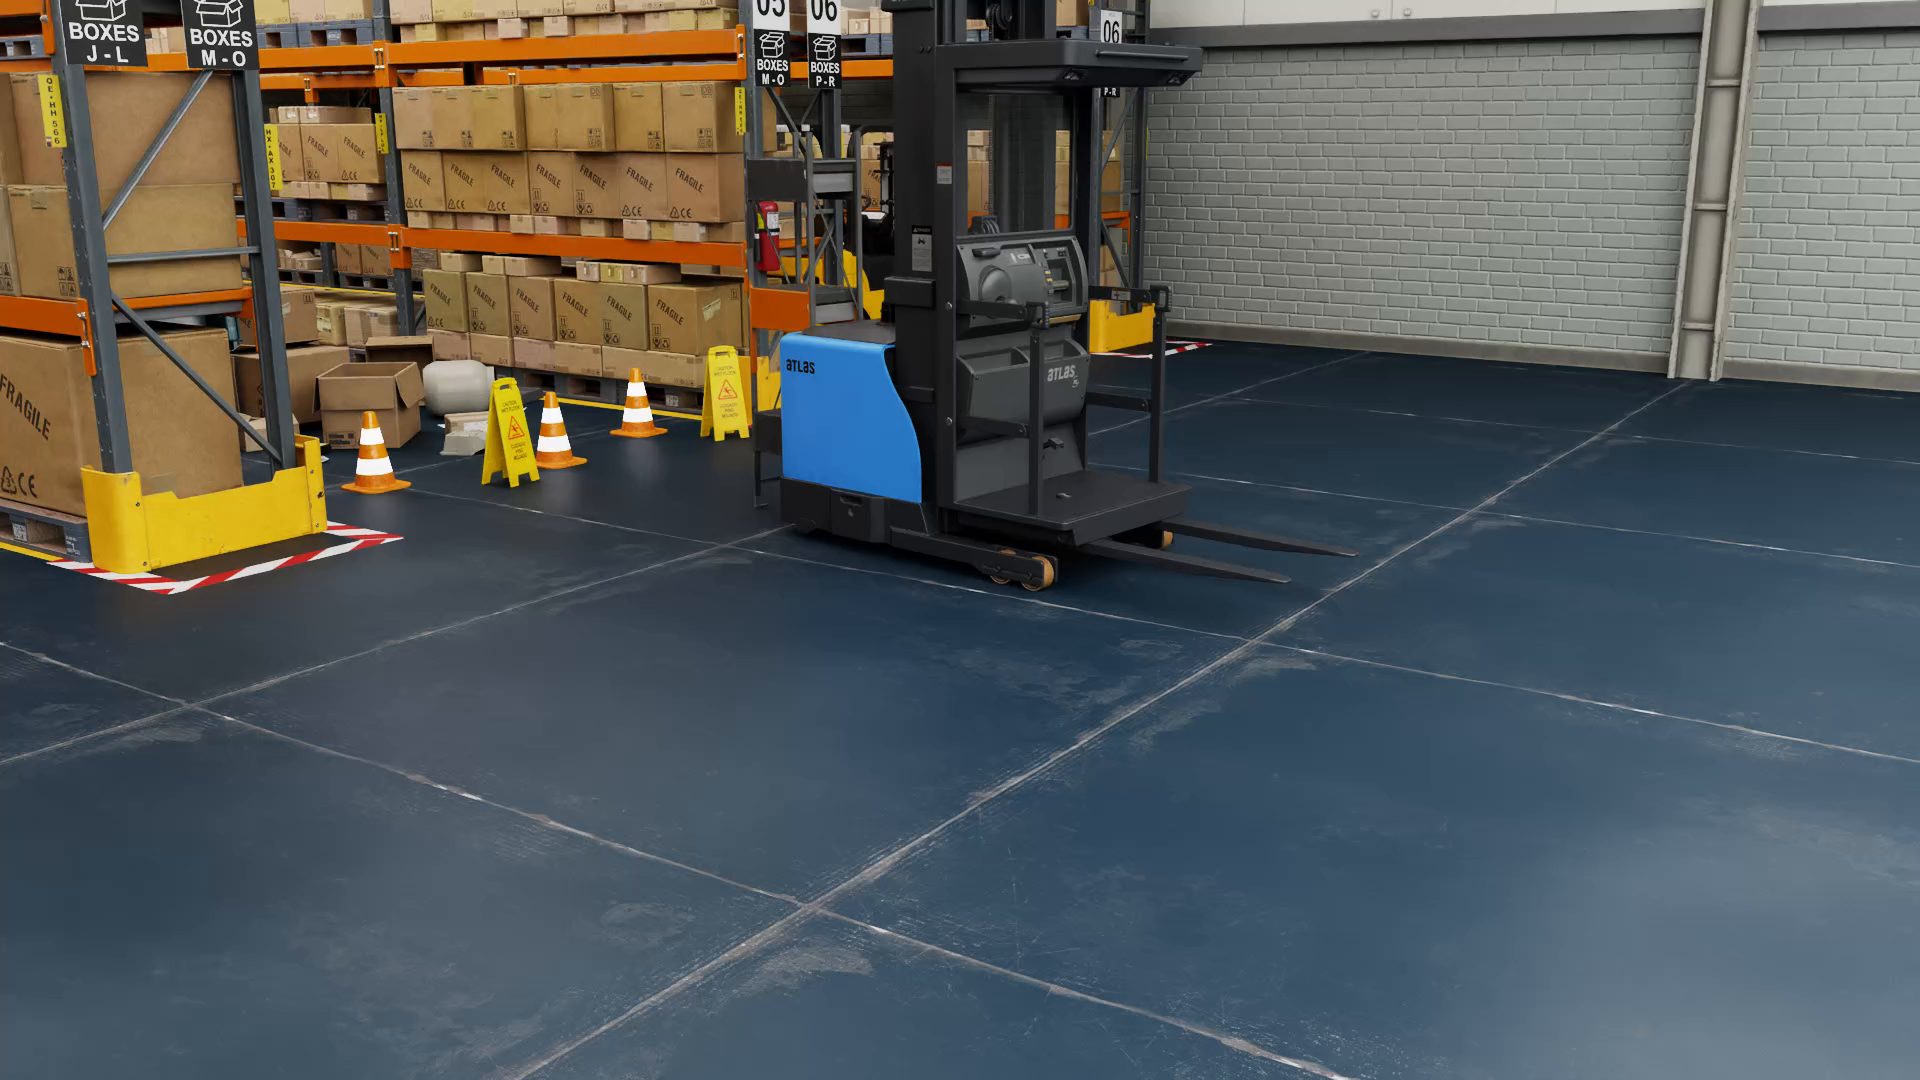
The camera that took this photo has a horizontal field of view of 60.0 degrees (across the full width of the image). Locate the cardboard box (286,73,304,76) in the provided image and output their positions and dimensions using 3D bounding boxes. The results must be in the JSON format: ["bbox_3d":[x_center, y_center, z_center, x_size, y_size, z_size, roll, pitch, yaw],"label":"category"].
[{"bbox_3d":[-8.879,-6.347,22.502,0.250,0.149,0.380,9,17,32],"label":"cardboard box"}]

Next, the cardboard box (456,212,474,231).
[{"bbox_3d":[-3.986,-2.680,13.928,0.250,0.149,0.380,9,17,33],"label":"cardboard box"}]

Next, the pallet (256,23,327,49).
[{"bbox_3d":[-5.860,-4.568,15.183,1.003,0.211,1.213,9,17,33],"label":"pallet"}]

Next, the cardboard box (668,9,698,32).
[{"bbox_3d":[-1.903,-3.777,12.121,0.250,0.149,0.380,9,17,33],"label":"cardboard box"}]

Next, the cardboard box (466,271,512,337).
[{"bbox_3d":[-3.755,-1.992,13.914,0.500,0.500,0.500,10,17,35],"label":"cardboard box"}]

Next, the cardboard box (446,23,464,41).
[{"bbox_3d":[-3.970,-4.147,13.613,0.250,0.149,0.380,9,17,33],"label":"cardboard box"}]

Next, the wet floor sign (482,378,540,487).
[{"bbox_3d":[-2.775,-0.672,10.195,0.232,0.644,0.267,6,15,23],"label":"wet floor sign"}]

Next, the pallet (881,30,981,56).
[{"bbox_3d":[-0.047,-5.091,17.089,1.213,0.211,1.003,9,17,33],"label":"pallet"}]

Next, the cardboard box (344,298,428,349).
[{"bbox_3d":[-4.981,-1.959,15.089,0.625,0.372,0.950,9,17,34],"label":"cardboard box"}]

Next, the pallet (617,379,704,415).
[{"bbox_3d":[-1.943,-1.197,13.219,1.213,0.211,1.003,9,17,33],"label":"pallet"}]

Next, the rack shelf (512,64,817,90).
[{"bbox_3d":[-3.437,-5.326,19.351,4.000,0.370,1.077,9,17,33],"label":"rack shelf"}]

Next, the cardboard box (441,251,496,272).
[{"bbox_3d":[-4.136,-2.347,14.000,0.250,0.149,0.380,9,17,34],"label":"cardboard box"}]

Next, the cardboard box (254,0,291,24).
[{"bbox_3d":[-5.950,-4.735,14.904,0.500,0.250,0.500,9,17,34],"label":"cardboard box"}]

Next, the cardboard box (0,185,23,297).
[{"bbox_3d":[-4.706,-1.607,8.760,0.550,0.550,0.875,9,17,33],"label":"cardboard box"}]

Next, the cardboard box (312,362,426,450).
[{"bbox_3d":[-4.096,-0.943,11.587,0.637,0.503,0.797,-1,14,-6],"label":"cardboard box"}]

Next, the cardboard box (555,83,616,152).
[{"bbox_3d":[-2.668,-3.245,12.781,0.500,0.500,0.700,9,16,32],"label":"cardboard box"}]

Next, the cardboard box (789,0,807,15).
[{"bbox_3d":[-1.494,-4.073,12.483,0.500,0.250,0.500,9,16,32],"label":"cardboard box"}]

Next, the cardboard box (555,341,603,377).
[{"bbox_3d":[-2.909,-1.488,13.442,0.500,0.250,0.500,8,16,31],"label":"cardboard box"}]

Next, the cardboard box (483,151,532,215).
[{"bbox_3d":[-3.496,-2.907,13.495,0.500,0.500,0.500,9,17,32],"label":"cardboard box"}]

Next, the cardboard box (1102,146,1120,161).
[{"bbox_3d":[1.405,-3.875,16.677,0.250,0.149,0.380,9,16,31],"label":"cardboard box"}]

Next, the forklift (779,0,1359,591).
[{"bbox_3d":[0.476,-1.323,8.070,3.031,2.935,1.130,12,18,39],"label":"forklift"}]

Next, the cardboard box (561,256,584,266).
[{"bbox_3d":[-4.587,-3.452,20.595,0.625,0.625,0.875,10,17,35],"label":"cardboard box"}]

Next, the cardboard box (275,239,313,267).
[{"bbox_3d":[-9.731,-4.188,23.828,0.500,0.500,0.700,8,16,31],"label":"cardboard box"}]

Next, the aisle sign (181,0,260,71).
[{"bbox_3d":[-3.678,-2.736,8.224,0.004,0.787,0.394,9,17,33],"label":"aisle sign"}]

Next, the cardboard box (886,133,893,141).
[{"bbox_3d":[-0.566,-4.200,17.370,0.250,0.149,0.380,9,17,33],"label":"cardboard box"}]

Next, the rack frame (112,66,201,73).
[{"bbox_3d":[-7.864,-3.497,16.709,0.127,3.000,1.000,9,17,33],"label":"rack frame"}]

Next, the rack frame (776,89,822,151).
[{"bbox_3d":[-1.778,-3.951,18.542,0.127,3.000,1.000,9,17,33],"label":"rack frame"}]

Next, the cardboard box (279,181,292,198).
[{"bbox_3d":[-5.964,-3.196,15.142,0.250,0.149,0.380,9,17,33],"label":"cardboard box"}]

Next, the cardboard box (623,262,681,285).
[{"bbox_3d":[-2.378,-2.064,12.855,0.250,0.149,0.380,10,17,34],"label":"cardboard box"}]

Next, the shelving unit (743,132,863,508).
[{"bbox_3d":[-0.861,-1.201,9.304,0.503,2.100,0.431,12,18,39],"label":"shelving unit"}]

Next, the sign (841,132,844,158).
[{"bbox_3d":[-0.923,-2.953,12.708,0.005,0.325,0.100,9,17,33],"label":"sign"}]

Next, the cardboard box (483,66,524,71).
[{"bbox_3d":[-5.658,-5.891,20.449,0.500,0.250,0.500,9,16,31],"label":"cardboard box"}]

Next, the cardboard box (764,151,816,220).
[{"bbox_3d":[-1.464,-2.736,12.807,0.500,0.500,0.500,9,16,32],"label":"cardboard box"}]

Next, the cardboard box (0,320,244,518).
[{"bbox_3d":[-4.504,-0.674,8.852,0.875,0.875,0.875,9,17,33],"label":"cardboard box"}]

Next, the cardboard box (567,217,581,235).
[{"bbox_3d":[-2.913,-2.519,13.279,0.250,0.149,0.380,9,17,33],"label":"cardboard box"}]

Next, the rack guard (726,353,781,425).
[{"bbox_3d":[-1.289,-1.221,12.716,0.348,0.500,1.175,9,17,33],"label":"rack guard"}]

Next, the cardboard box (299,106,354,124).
[{"bbox_3d":[-5.633,-3.779,14.797,0.250,0.149,0.380,9,16,31],"label":"cardboard box"}]

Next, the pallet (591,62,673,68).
[{"bbox_3d":[-3.554,-5.629,19.472,1.213,0.211,1.003,10,17,35],"label":"pallet"}]

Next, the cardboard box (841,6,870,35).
[{"bbox_3d":[-1.223,-5.456,17.483,0.500,0.311,0.500,10,17,34],"label":"cardboard box"}]

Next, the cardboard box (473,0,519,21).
[{"bbox_3d":[-3.491,-4.238,13.151,0.500,0.250,0.500,9,17,33],"label":"cardboard box"}]

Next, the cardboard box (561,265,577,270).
[{"bbox_3d":[-3.481,-2.100,14.353,0.500,0.500,0.500,10,17,34],"label":"cardboard box"}]

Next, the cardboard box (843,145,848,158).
[{"bbox_3d":[-1.049,-4.108,17.616,0.250,0.149,0.380,10,17,34],"label":"cardboard box"}]

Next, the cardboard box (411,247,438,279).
[{"bbox_3d":[-6.854,-3.697,21.842,0.500,0.500,0.500,8,16,31],"label":"cardboard box"}]

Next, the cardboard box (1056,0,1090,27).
[{"bbox_3d":[1.038,-5.182,15.983,0.500,0.500,0.500,10,17,35],"label":"cardboard box"}]

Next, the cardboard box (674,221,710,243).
[{"bbox_3d":[-1.928,-2.322,12.483,0.250,0.149,0.380,9,16,32],"label":"cardboard box"}]

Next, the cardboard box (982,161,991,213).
[{"bbox_3d":[0.561,-3.548,16.706,0.500,0.500,0.500,10,17,35],"label":"cardboard box"}]

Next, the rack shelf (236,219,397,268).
[{"bbox_3d":[-6.204,-2.880,15.712,4.000,0.370,1.077,9,17,33],"label":"rack shelf"}]

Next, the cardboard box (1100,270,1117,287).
[{"bbox_3d":[1.267,-2.631,17.017,0.500,0.250,0.500,10,17,34],"label":"cardboard box"}]

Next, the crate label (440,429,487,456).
[{"bbox_3d":[-3.327,-0.661,11.210,0.298,0.136,0.250,1,14,4],"label":"crate label"}]

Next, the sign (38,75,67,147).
[{"bbox_3d":[-4.219,-1.995,7.736,0.005,0.325,0.100,9,17,33],"label":"sign"}]

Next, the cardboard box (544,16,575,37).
[{"bbox_3d":[-2.977,-3.948,12.809,0.250,0.149,0.380,9,16,32],"label":"cardboard box"}]

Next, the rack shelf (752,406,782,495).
[{"bbox_3d":[-0.861,-0.508,9.475,0.480,0.518,0.431,12,18,39],"label":"rack shelf"}]

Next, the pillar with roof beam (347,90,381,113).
[{"bbox_3d":[-10.893,-7.351,19.791,0.400,9.000,9.100,9,17,33],"label":"pillar with roof beam"}]
